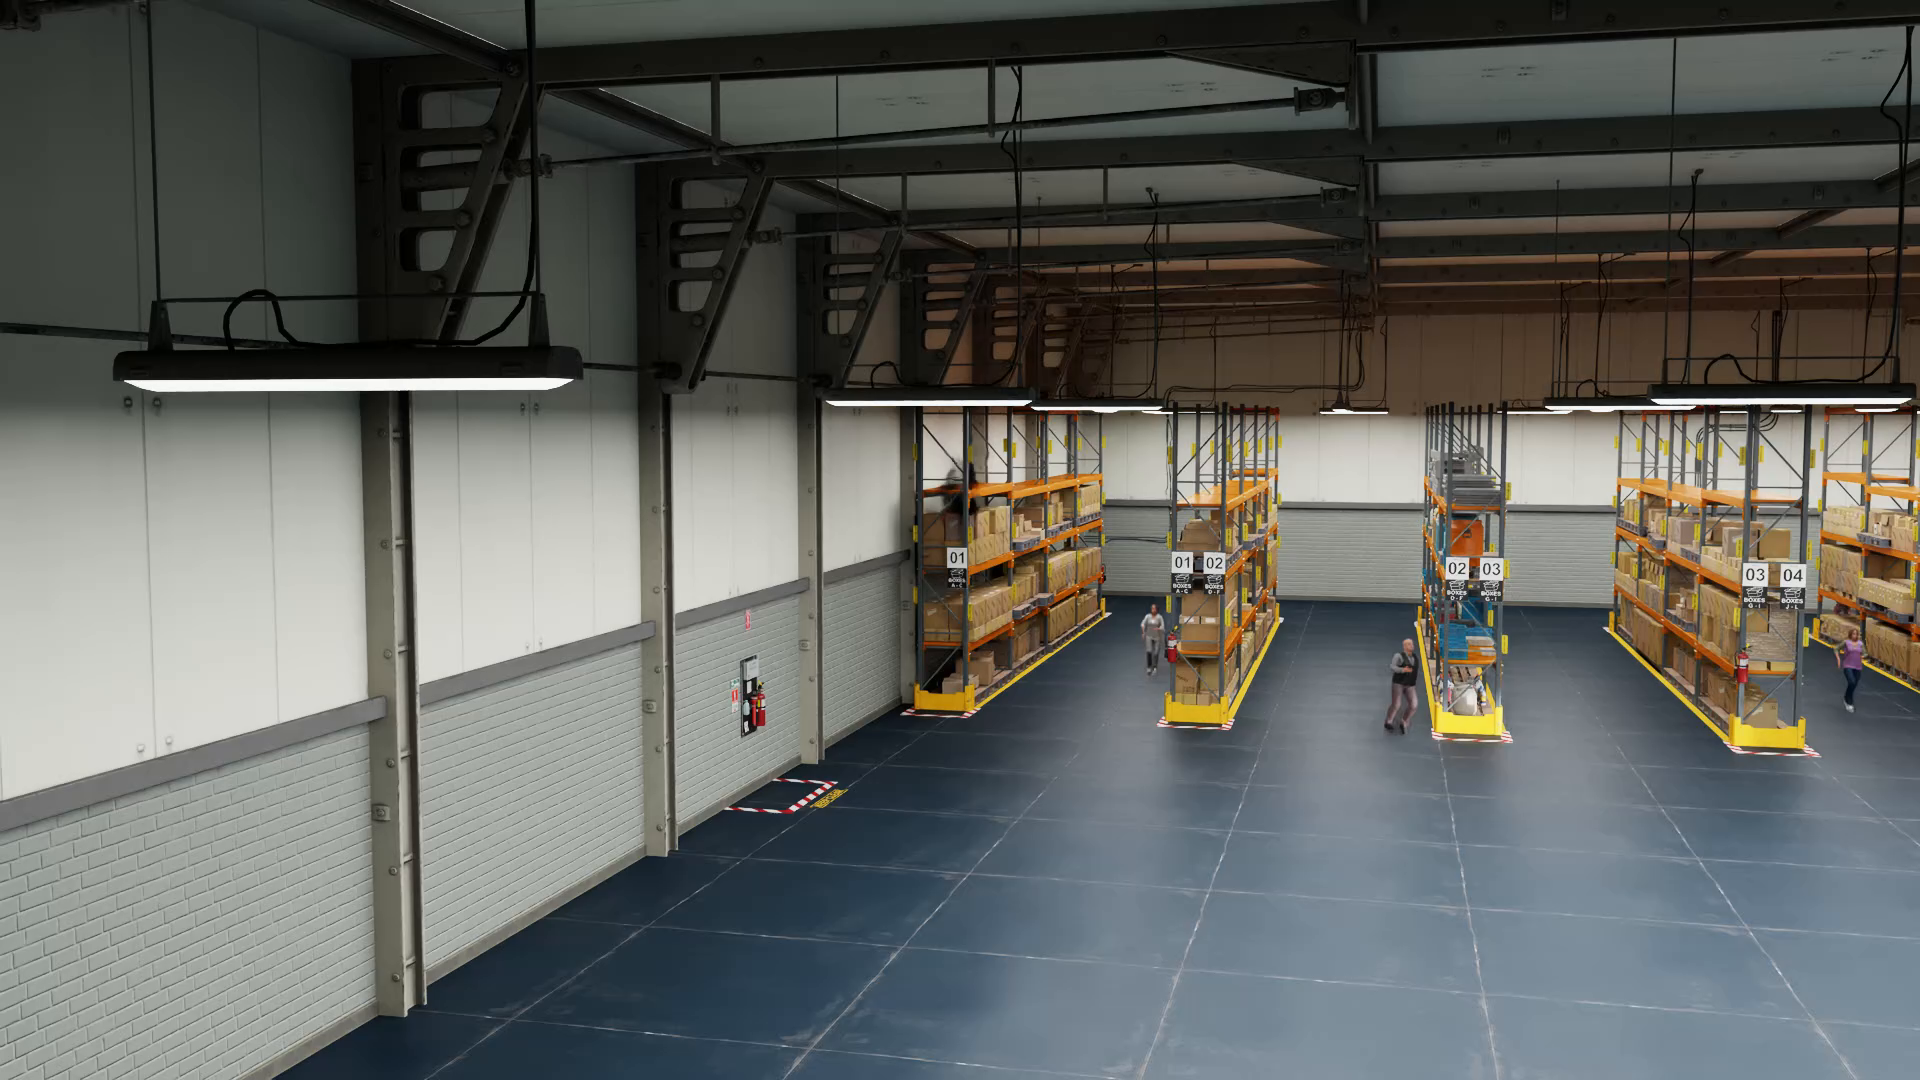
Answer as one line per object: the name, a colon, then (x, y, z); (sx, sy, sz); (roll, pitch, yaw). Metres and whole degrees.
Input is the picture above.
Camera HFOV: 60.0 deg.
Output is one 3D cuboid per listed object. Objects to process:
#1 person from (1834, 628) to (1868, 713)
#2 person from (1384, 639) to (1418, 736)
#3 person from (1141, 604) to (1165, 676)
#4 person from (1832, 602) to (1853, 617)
person: (17.359, 2.532, 32.368); (0.505, 1.641, 0.710); (0, 4, 3)
person: (8.052, 2.666, 30.043); (0.657, 1.772, 0.731); (-1, 4, -15)
person: (4.262, 2.208, 36.753); (0.505, 1.597, 0.667); (0, 4, 5)
person: (23.471, 1.612, 44.297); (0.622, 1.612, 0.935); (-3, 5, -31)
